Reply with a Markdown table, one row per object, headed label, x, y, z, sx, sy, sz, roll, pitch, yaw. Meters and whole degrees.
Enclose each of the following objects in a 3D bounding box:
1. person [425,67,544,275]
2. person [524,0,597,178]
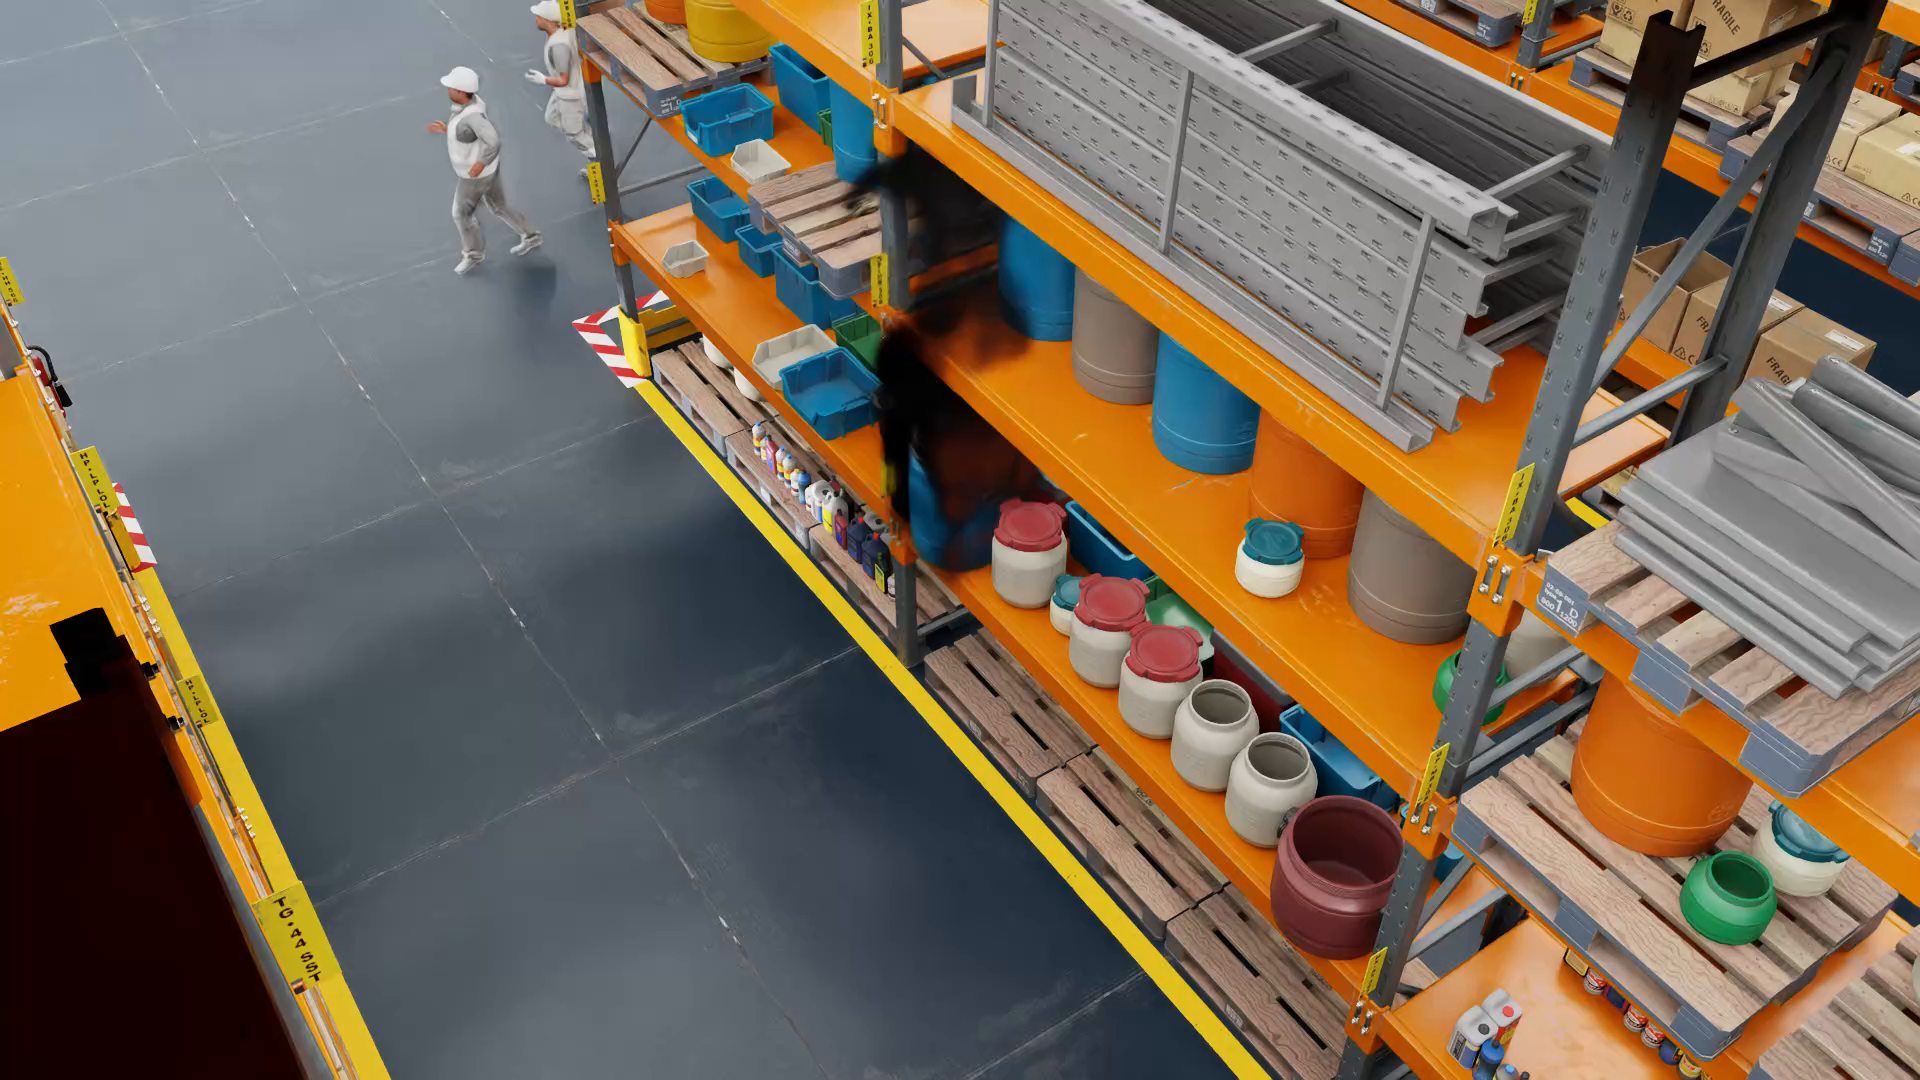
| label | x | y | z | sx | sy | sz | roll | pitch | yaw |
| --- | --- | --- | --- | --- | --- | --- | --- | --- | --- |
| person | -3.965 | -3.058 | 13.768 | 0.774 | 1.824 | 0.647 | -3 | 43 | -3 |
| person | -3.529 | -4.007 | 14.830 | 0.616 | 1.733 | 0.662 | -5 | 43 | -6 |
